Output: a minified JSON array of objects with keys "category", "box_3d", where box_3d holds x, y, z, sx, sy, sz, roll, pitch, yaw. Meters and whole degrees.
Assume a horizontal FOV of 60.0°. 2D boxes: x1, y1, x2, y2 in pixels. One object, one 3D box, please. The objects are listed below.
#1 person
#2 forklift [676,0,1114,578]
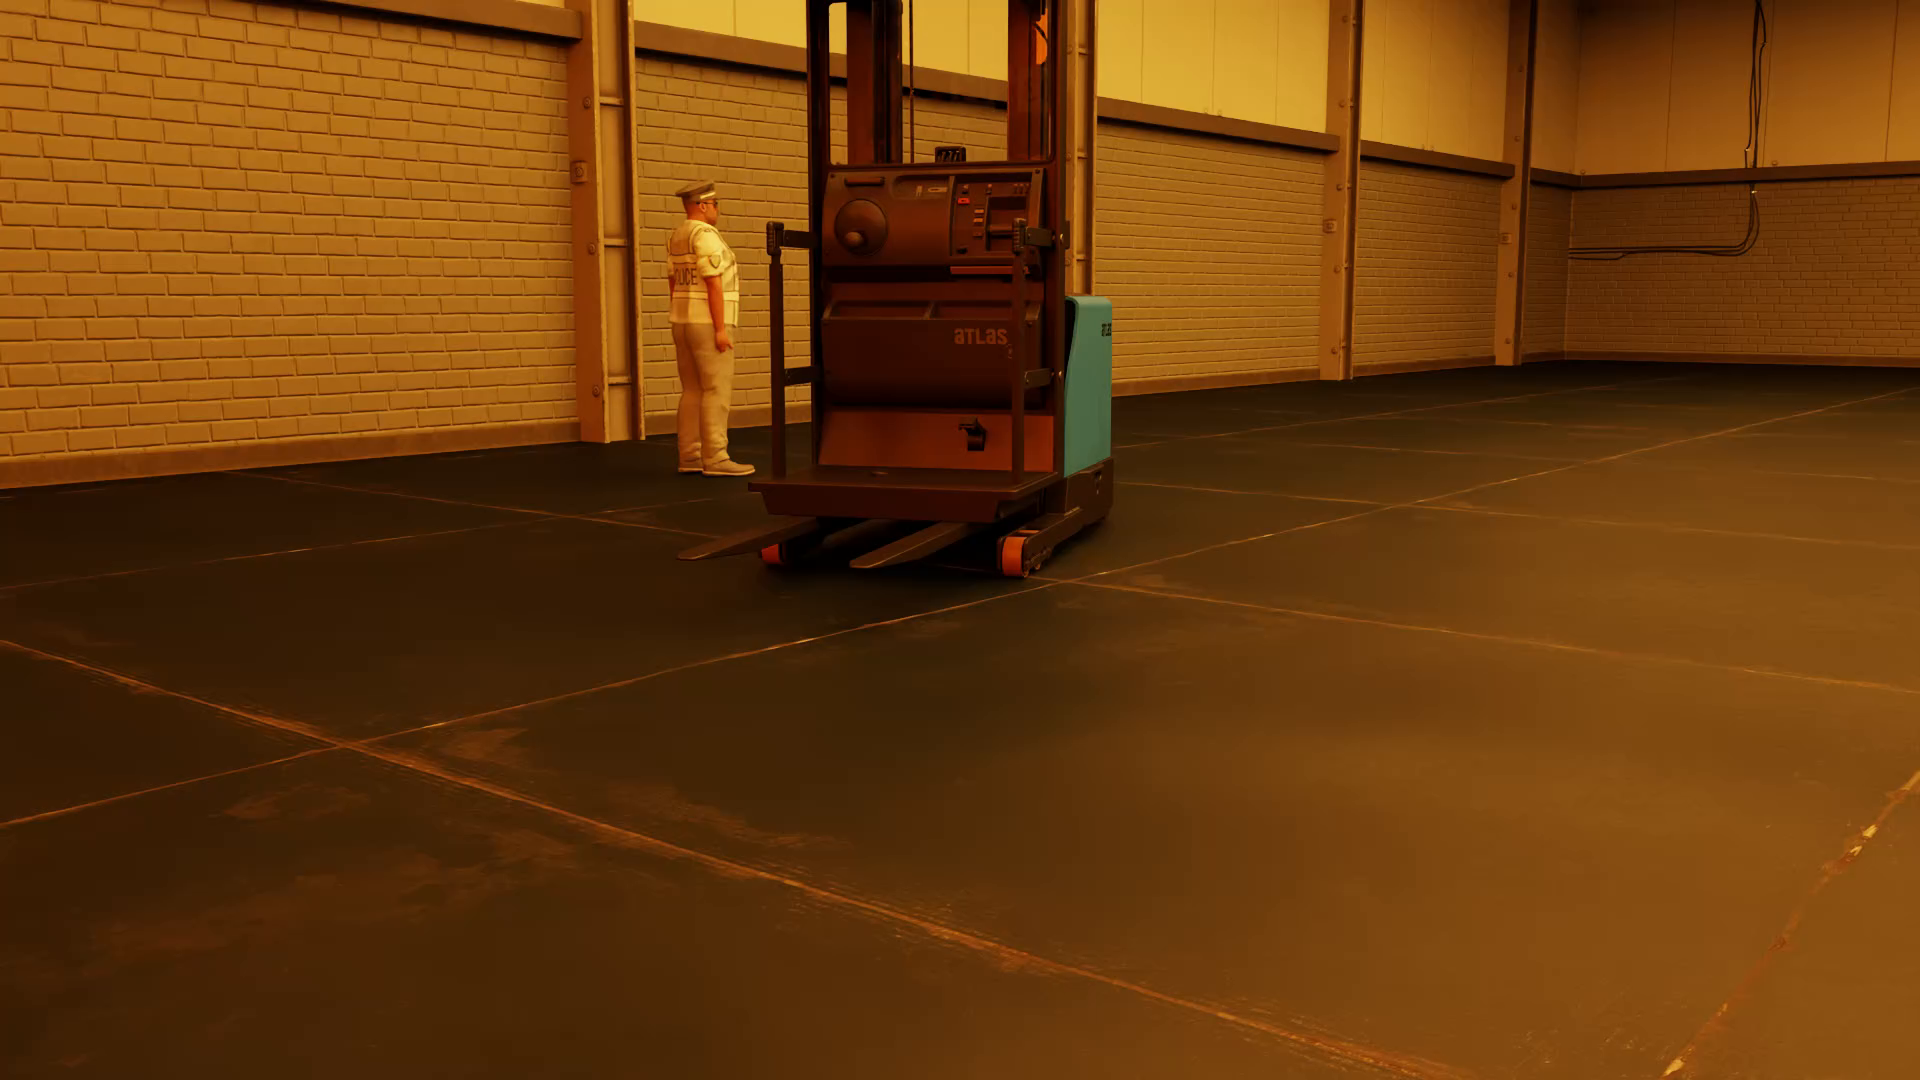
[{"category":"person","box_3d":[-1.536,-1.280,10.038,0.399,1.775,0.521,-7,11,-38]},{"category":"forklift","box_3d":[-0.176,-1.366,6.616,1.130,2.935,3.031,3,9,17]}]
